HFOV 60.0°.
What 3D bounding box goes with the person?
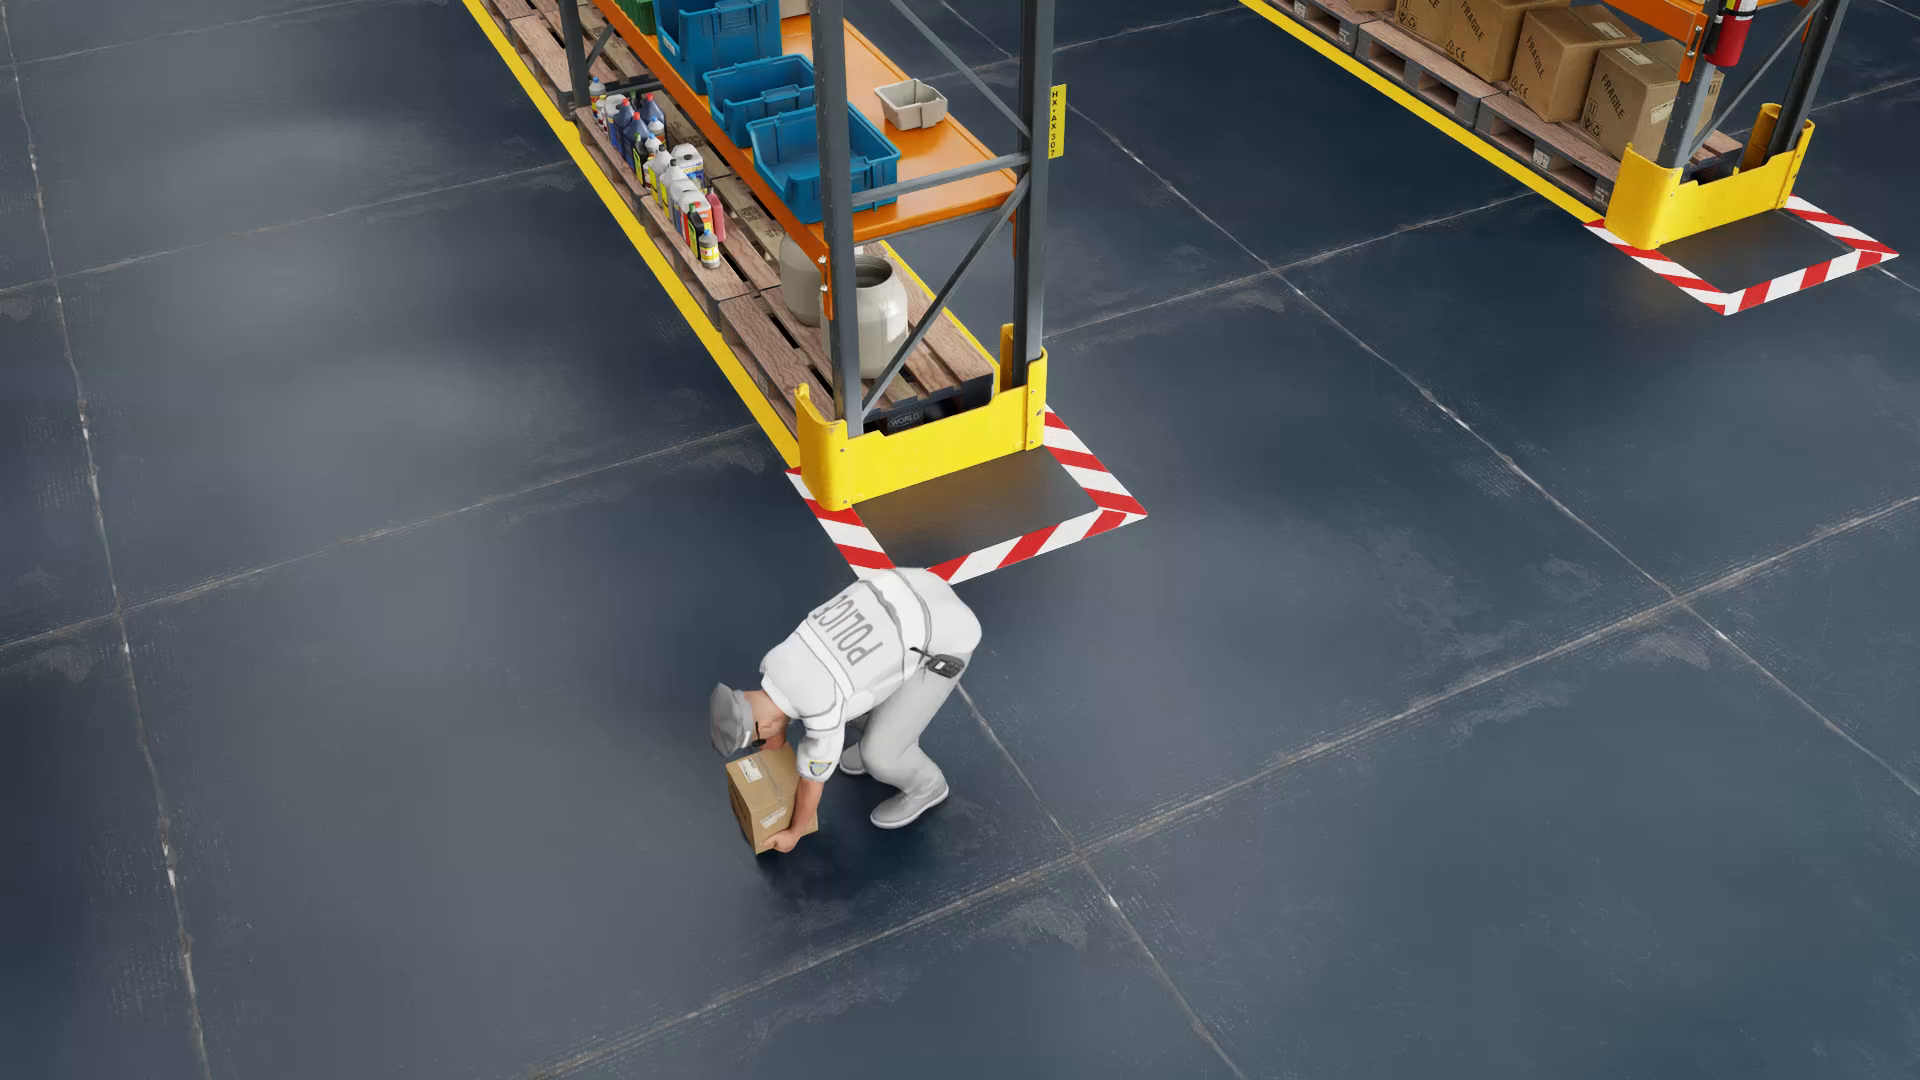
[{"bbox_3d":[-0.415,0.629,6.029,1.023,0.965,0.540,-21,45,-22],"label":"person"}]
